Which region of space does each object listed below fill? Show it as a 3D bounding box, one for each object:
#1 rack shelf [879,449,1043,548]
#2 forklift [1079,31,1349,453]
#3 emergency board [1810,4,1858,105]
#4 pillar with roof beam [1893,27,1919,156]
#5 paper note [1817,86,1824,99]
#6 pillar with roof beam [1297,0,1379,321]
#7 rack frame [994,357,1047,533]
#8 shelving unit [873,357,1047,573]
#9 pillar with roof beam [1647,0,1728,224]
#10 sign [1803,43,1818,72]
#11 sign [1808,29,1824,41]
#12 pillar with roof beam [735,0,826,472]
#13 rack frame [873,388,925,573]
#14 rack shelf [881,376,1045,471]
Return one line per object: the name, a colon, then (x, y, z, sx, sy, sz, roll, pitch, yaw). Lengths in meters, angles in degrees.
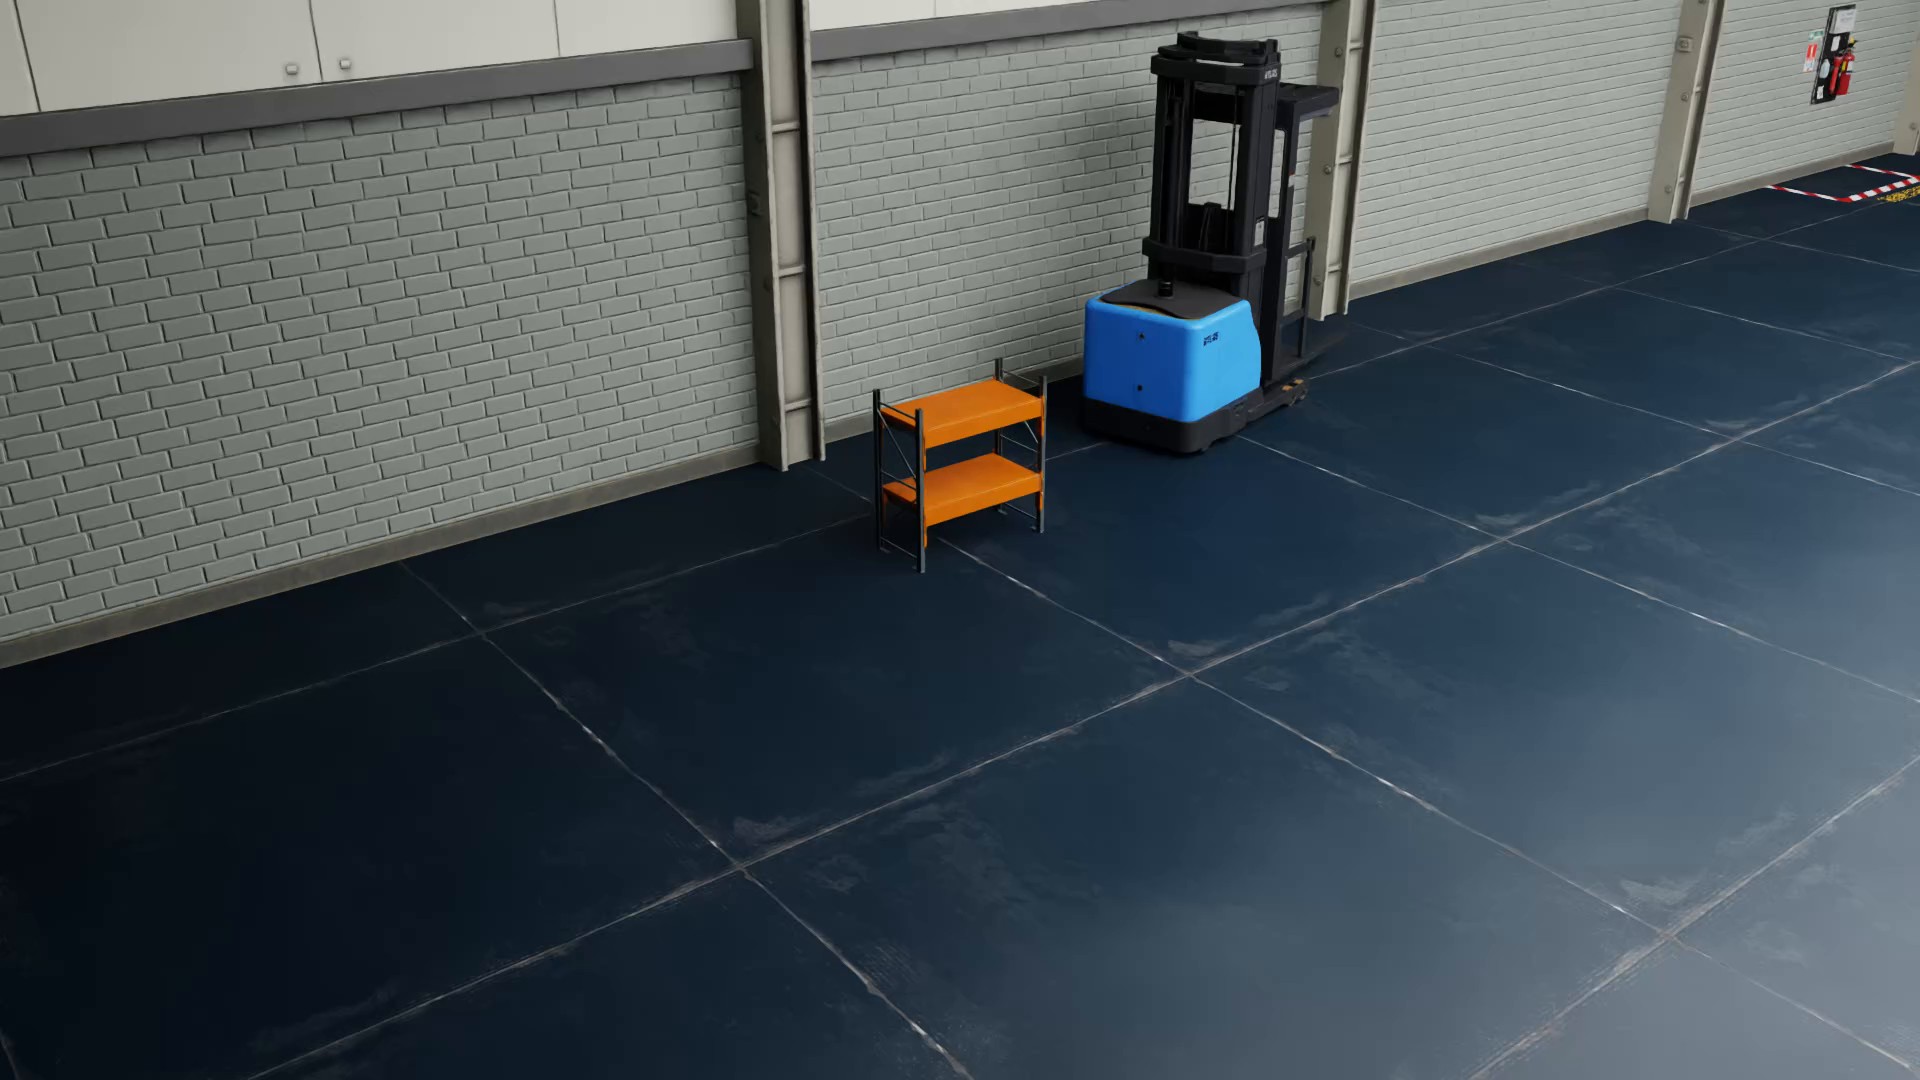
rack shelf: (0.005, -0.290, 11.120, 1.000, 0.278, 0.538, -18, 31, -34)
forklift: (2.238, -2.541, 13.243, 1.130, 2.935, 3.031, 18, 30, 34)
emergency board: (10.936, -6.015, 20.648, 0.643, 1.169, 0.194, -18, 31, -34)
pillar with roof beam: (15.561, -7.940, 17.668, 0.400, 9.000, 9.100, -18, 31, -34)
paper note: (10.754, -5.593, 20.783, 0.142, 0.148, 0.016, -18, 31, -34)
pillar with roof beam: (6.118, -4.822, 10.951, 0.400, 9.000, 9.100, -18, 31, -34)
rack frame: (0.405, -0.644, 11.302, 0.032, 1.125, 0.500, -18, 31, -34)
shelving unit: (0.005, -0.512, 11.017, 1.048, 1.125, 0.538, -18, 31, -34)
pillar with roof beam: (10.839, -6.381, 14.310, 0.400, 9.000, 9.100, -18, 31, -34)
sign: (10.437, -5.922, 20.404, 0.234, 0.329, 0.001, -18, 31, -34)
sign: (10.446, -6.161, 20.289, 0.331, 0.109, 0.001, -18, 31, -34)
pillar with roof beam: (1.396, -3.264, 7.593, 0.400, 9.000, 9.100, -18, 31, -34)
rack frame: (-0.395, -0.380, 10.732, 0.032, 1.125, 0.500, -18, 31, -34)
rack shelf: (0.005, -0.777, 10.894, 1.000, 0.278, 0.538, -18, 31, -34)
